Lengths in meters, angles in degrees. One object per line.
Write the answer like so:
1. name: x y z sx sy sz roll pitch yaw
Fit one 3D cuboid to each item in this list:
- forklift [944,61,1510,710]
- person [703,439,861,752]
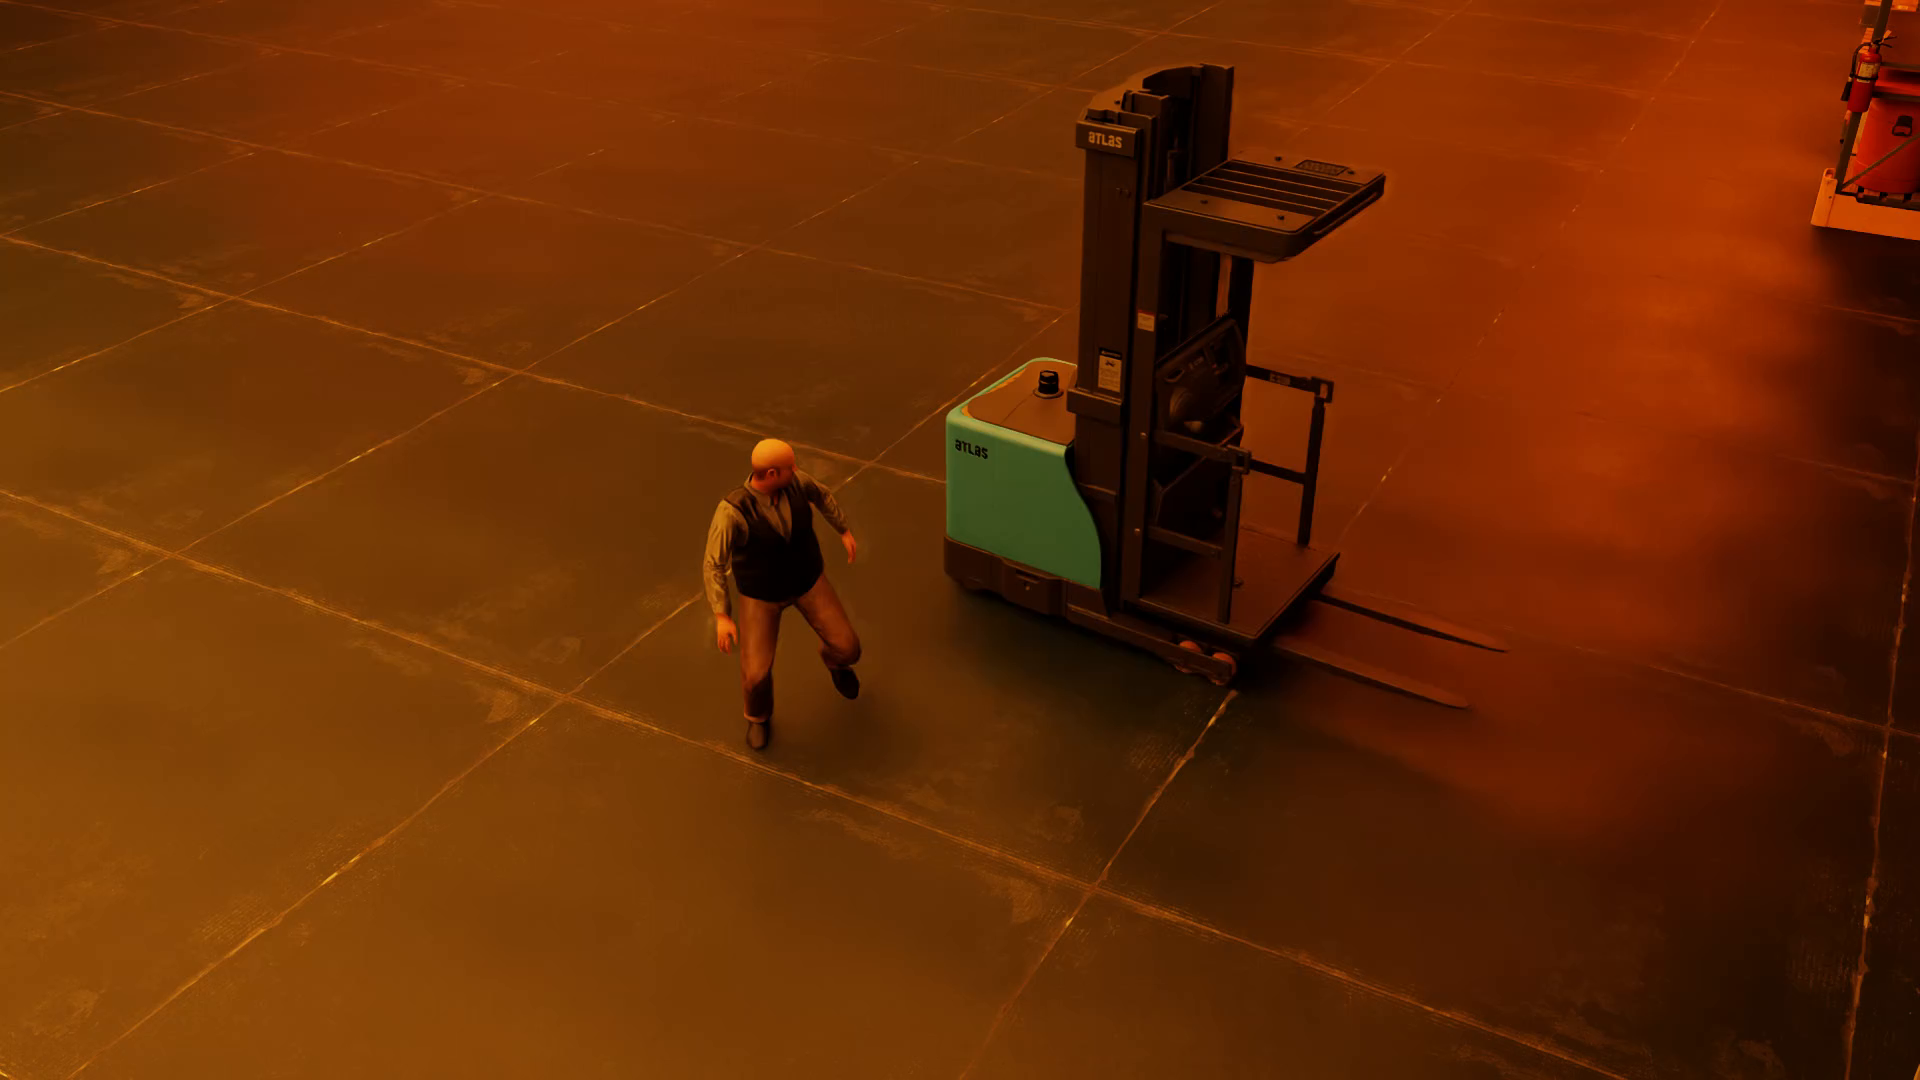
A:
1. forklift: 1.412 -0.815 8.483 3.031 2.935 1.130 19 35 29
2. person: -0.833 0.232 8.022 0.853 1.614 0.551 -13 32 -21
